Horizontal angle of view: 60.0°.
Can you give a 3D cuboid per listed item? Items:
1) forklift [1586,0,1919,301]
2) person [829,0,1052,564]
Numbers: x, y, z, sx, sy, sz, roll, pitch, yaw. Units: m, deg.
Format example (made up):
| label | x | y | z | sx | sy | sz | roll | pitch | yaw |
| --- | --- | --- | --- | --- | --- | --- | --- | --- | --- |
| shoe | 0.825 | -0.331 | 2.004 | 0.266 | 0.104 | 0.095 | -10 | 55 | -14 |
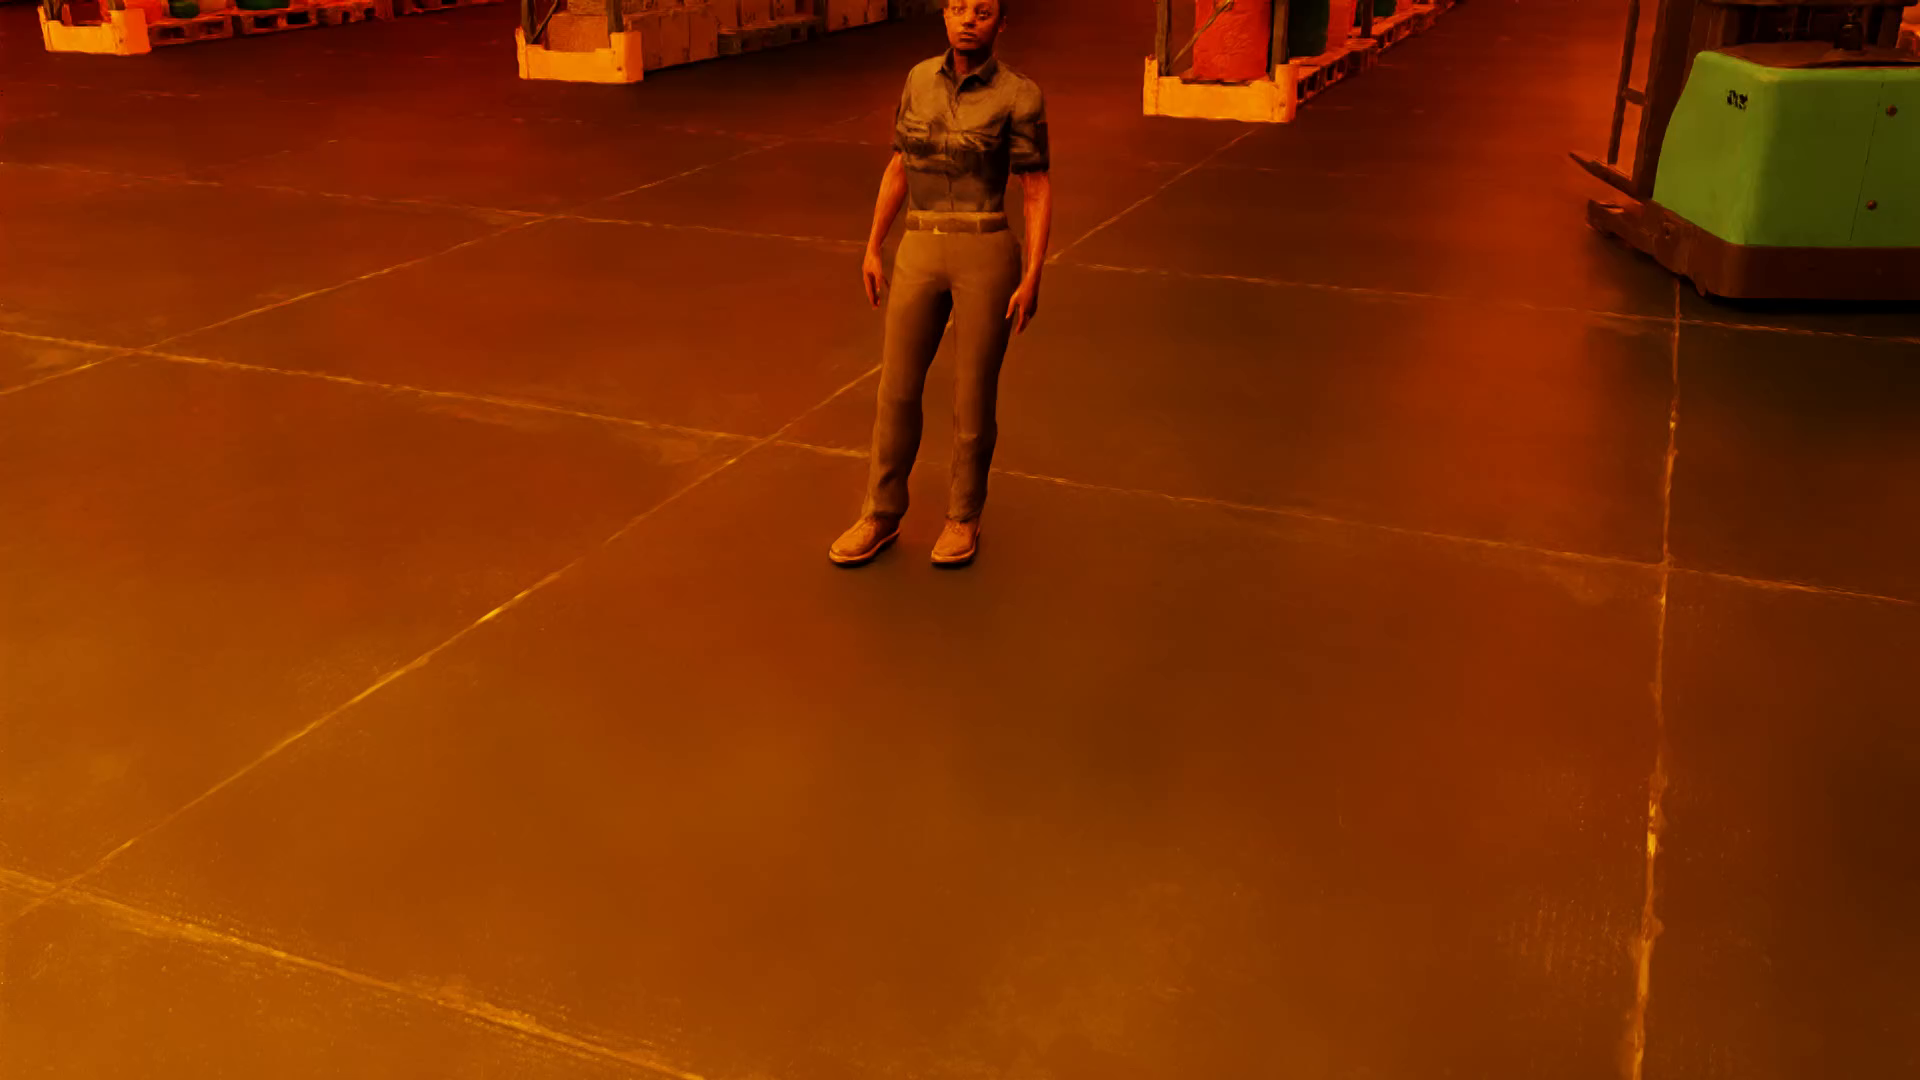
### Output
| label | x | y | z | sx | sy | sz | roll | pitch | yaw |
| --- | --- | --- | --- | --- | --- | --- | --- | --- | --- |
| forklift | 4.027 | -2.952 | 8.355 | 1.130 | 2.935 | 3.031 | 1 | 23 | 2 |
| person | -0.051 | -0.742 | 4.703 | 0.570 | 1.654 | 0.503 | 9 | 24 | 21 |
